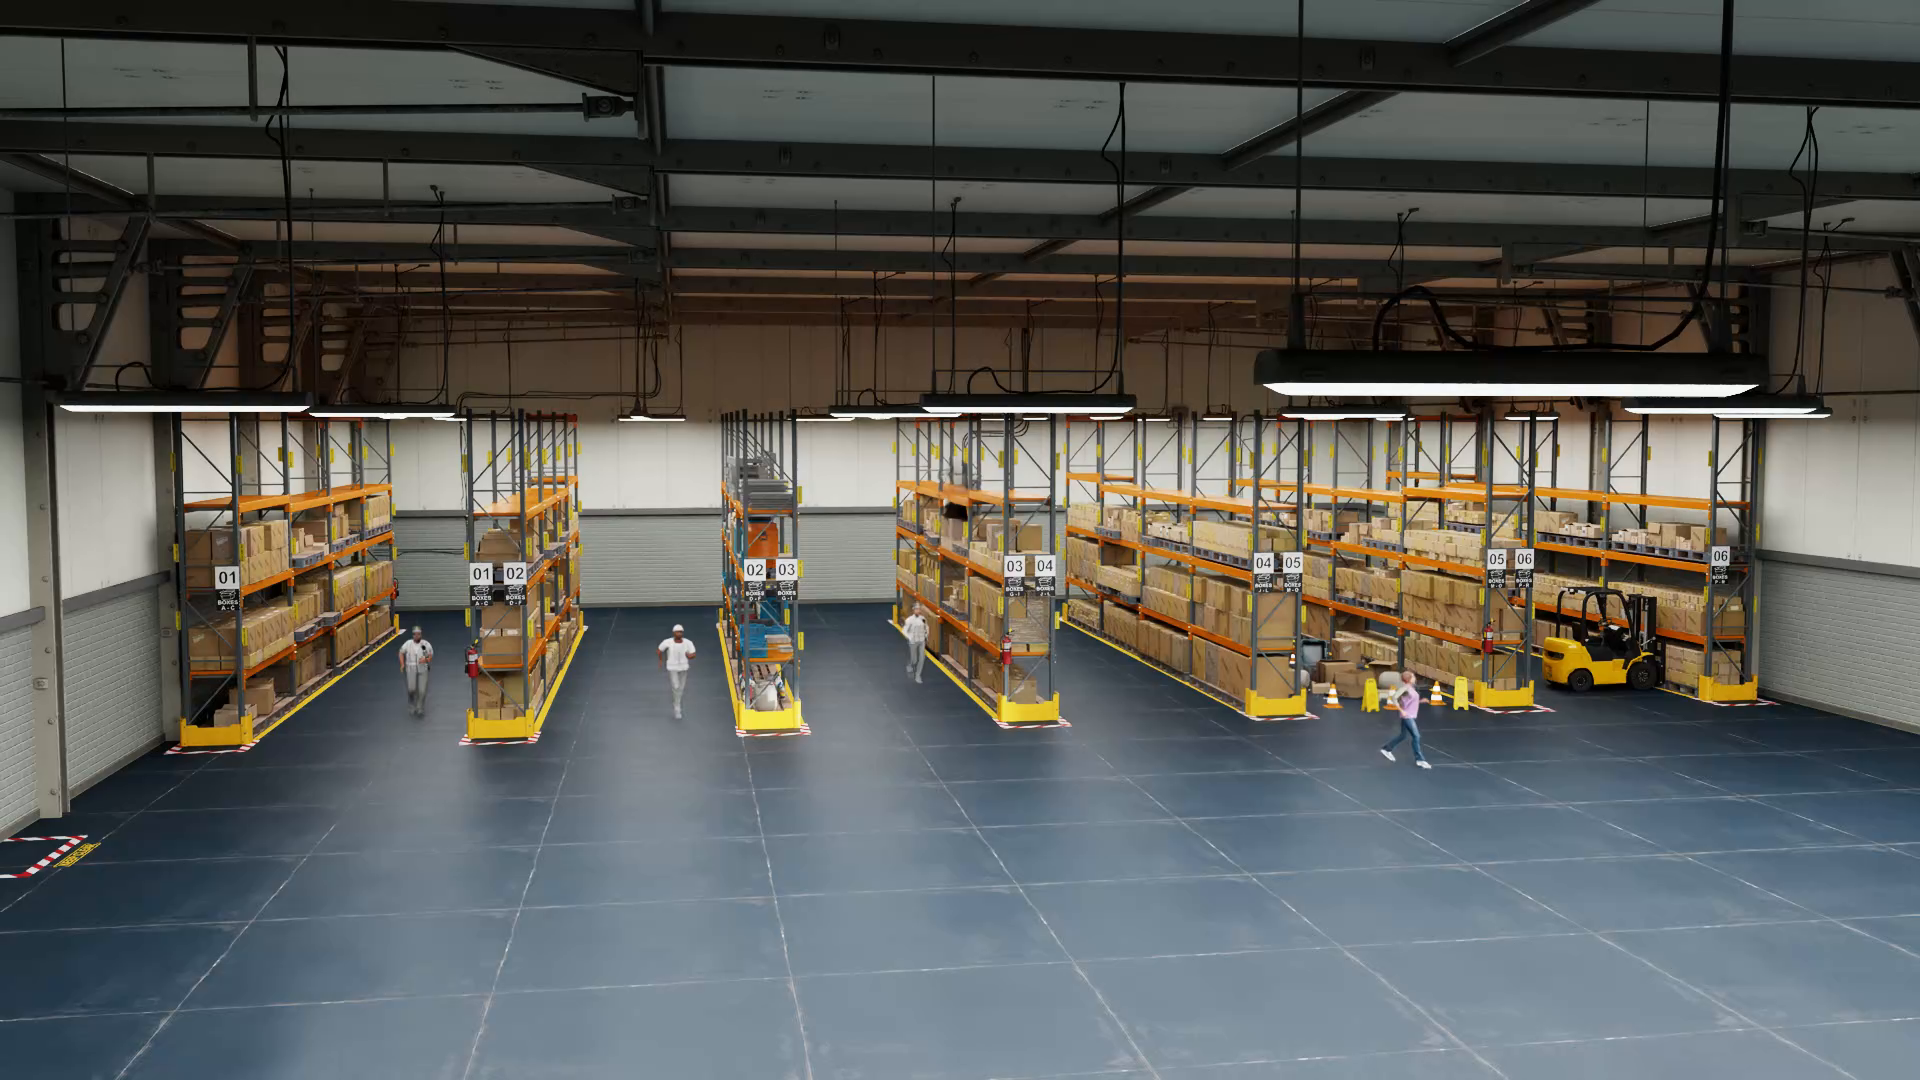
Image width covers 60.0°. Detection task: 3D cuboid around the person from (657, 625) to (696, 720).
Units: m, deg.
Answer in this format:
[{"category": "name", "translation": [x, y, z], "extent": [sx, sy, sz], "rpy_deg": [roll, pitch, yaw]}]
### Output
[{"category": "person", "translation": [-5.510, 2.553, 32.528], "extent": [0.692, 1.807, 0.805], "rpy_deg": [-2, 4, -27]}]

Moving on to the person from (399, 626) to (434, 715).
[{"category": "person", "translation": [-10.652, 2.565, 32.610], "extent": [0.647, 1.754, 0.659], "rpy_deg": [-1, 4, -20]}]

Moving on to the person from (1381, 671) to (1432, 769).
[{"category": "person", "translation": [7.446, 2.968, 27.696], "extent": [0.868, 1.601, 0.528], "rpy_deg": [2, 4, 26]}]

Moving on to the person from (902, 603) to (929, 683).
[{"category": "person", "translation": [-0.915, 2.153, 35.188], "extent": [0.617, 1.679, 0.696], "rpy_deg": [-1, 4, -20]}]

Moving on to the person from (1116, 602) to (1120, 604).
[{"category": "person", "translation": [4.933, 1.355, 50.049], "extent": [0.899, 1.756, 0.635], "rpy_deg": [-1, 4, -15]}]
